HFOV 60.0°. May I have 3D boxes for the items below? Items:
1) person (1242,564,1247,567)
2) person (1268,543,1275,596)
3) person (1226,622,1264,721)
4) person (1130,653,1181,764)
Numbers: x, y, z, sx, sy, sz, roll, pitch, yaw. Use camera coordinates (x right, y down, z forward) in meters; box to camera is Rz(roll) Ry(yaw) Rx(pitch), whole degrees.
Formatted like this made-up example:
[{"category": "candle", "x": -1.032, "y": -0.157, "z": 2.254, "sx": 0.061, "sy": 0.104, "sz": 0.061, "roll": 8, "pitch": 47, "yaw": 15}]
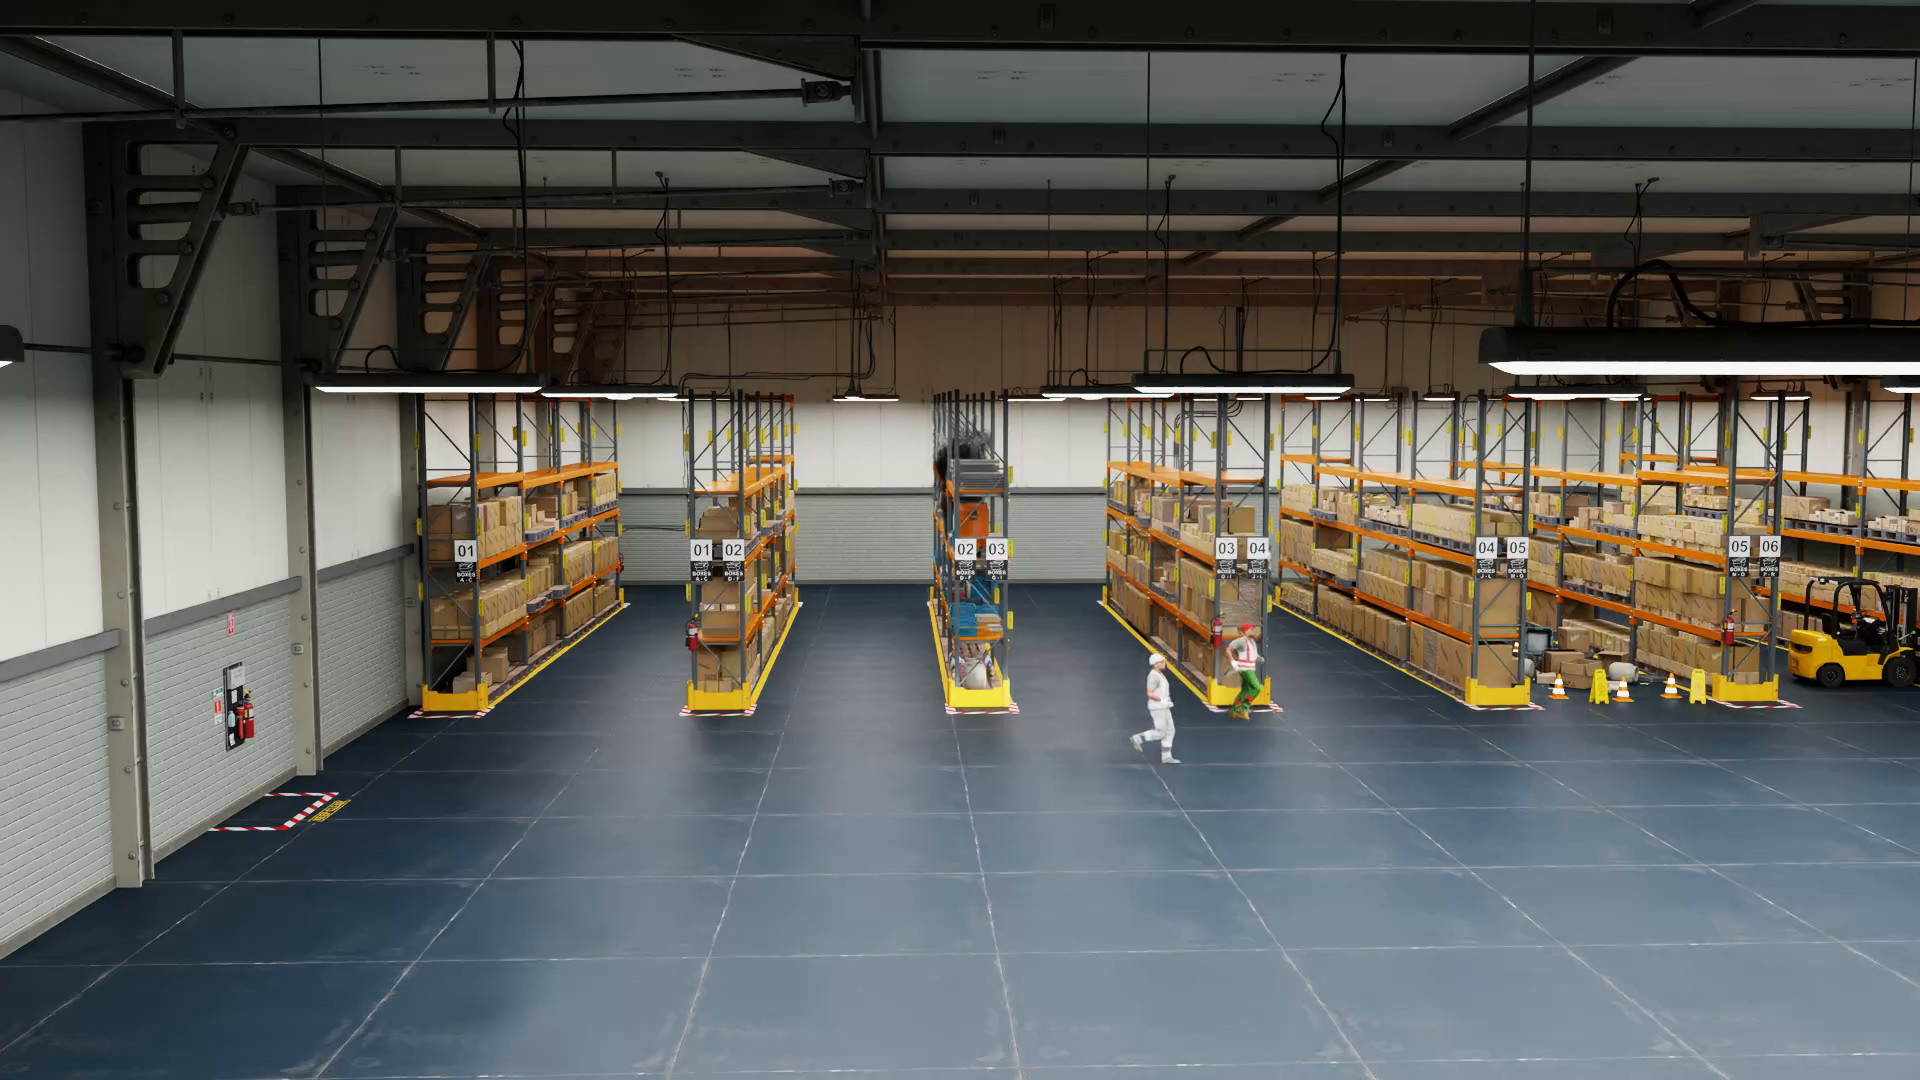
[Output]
[{"category": "person", "x": 7.915, "y": 1.191, "z": 45.534, "sx": 0.590, "sy": 1.634, "sz": 0.733, "roll": 0, "pitch": 5, "yaw": -2}, {"category": "person", "x": 8.938, "y": 0.895, "z": 48.869, "sx": 0.846, "sy": 1.692, "sz": 0.584, "roll": -1, "pitch": 5, "yaw": -10}, {"category": "person", "x": 5.219, "y": 2.381, "z": 30.202, "sx": 0.633, "sy": 1.760, "sz": 0.683, "roll": 3, "pitch": 5, "yaw": 29}, {"category": "person", "x": 3.134, "y": 2.683, "z": 26.533, "sx": 0.818, "sy": 1.758, "sz": 0.653, "roll": 2, "pitch": 5, "yaw": 19}]
